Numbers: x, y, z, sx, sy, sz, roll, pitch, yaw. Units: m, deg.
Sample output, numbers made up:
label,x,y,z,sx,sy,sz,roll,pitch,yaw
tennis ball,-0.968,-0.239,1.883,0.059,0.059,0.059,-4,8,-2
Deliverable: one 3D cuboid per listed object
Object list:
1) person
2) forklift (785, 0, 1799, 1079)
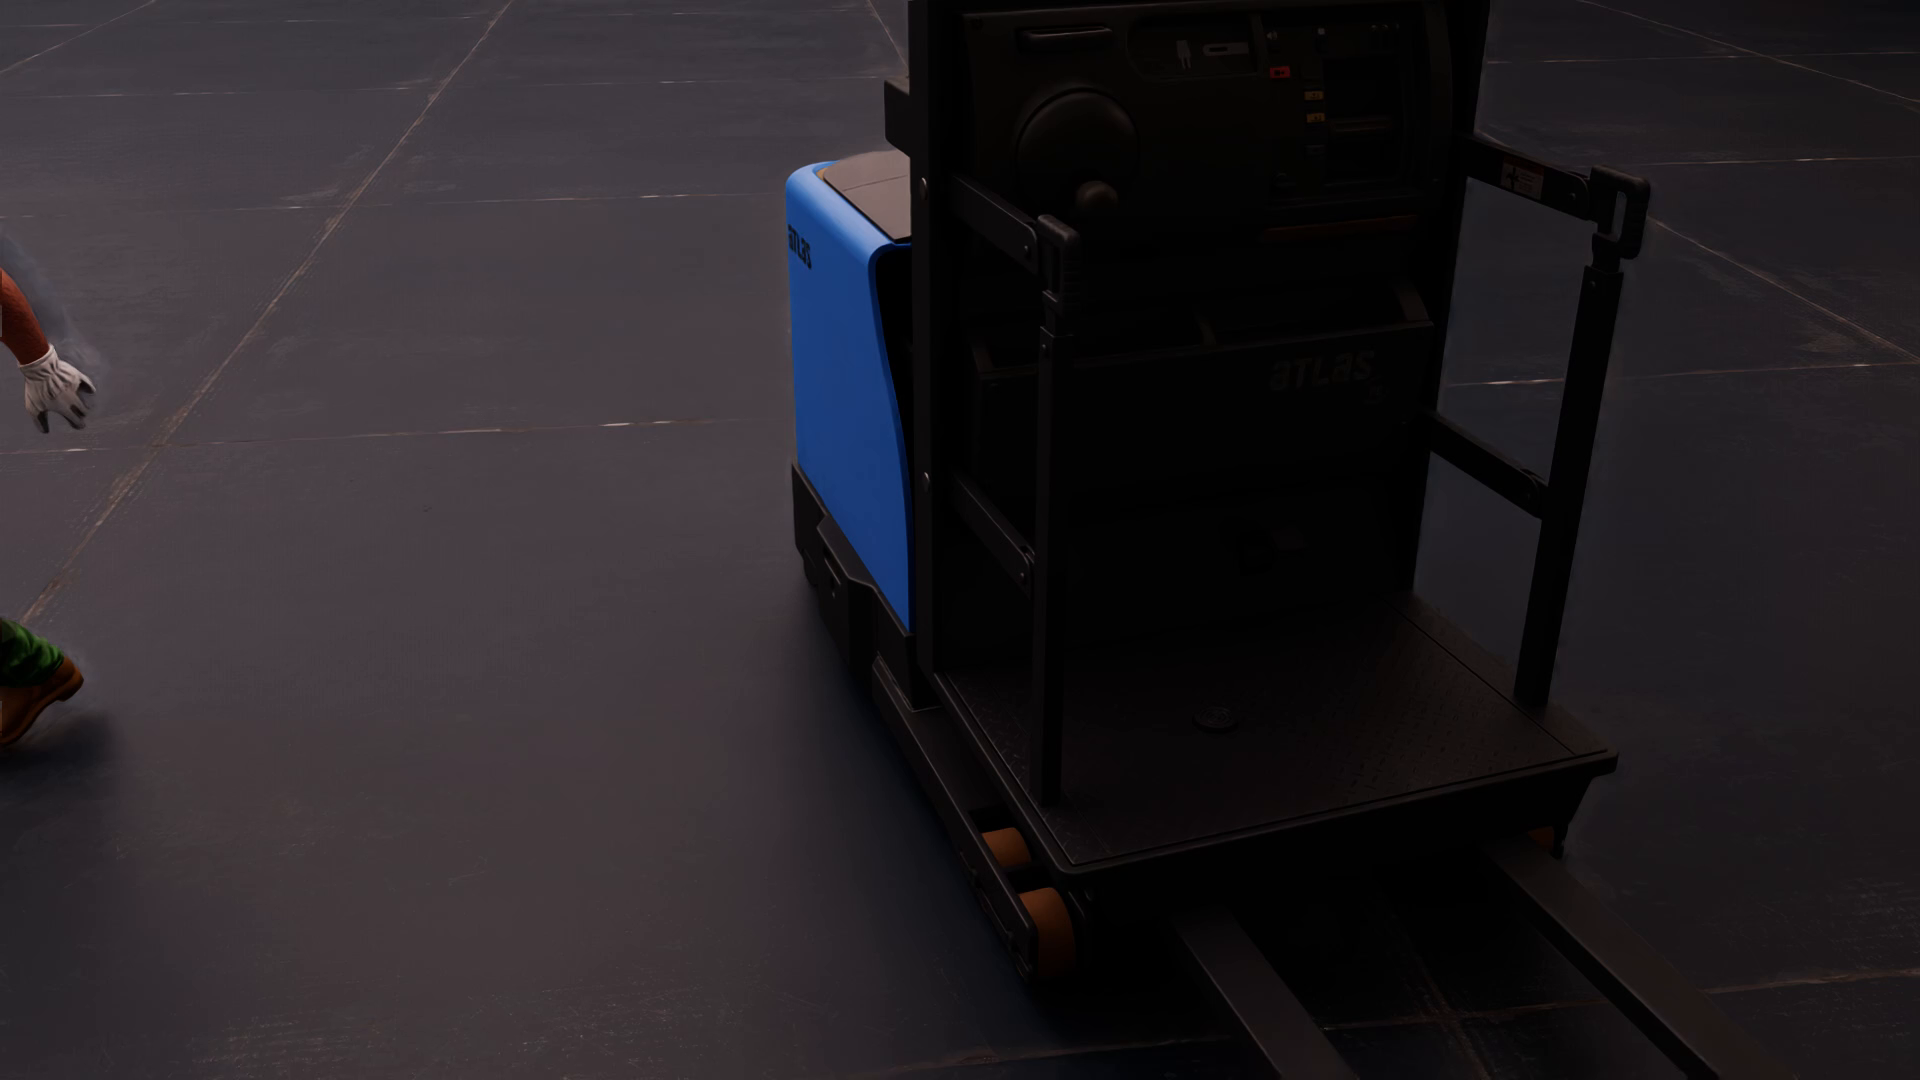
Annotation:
label,x,y,z,sx,sy,sz,roll,pitch,yaw
person,-2.198,-0.211,3.131,0.569,1.700,0.936,18,31,33
forklift,0.525,-0.732,2.749,1.130,2.935,3.031,-9,27,-17
